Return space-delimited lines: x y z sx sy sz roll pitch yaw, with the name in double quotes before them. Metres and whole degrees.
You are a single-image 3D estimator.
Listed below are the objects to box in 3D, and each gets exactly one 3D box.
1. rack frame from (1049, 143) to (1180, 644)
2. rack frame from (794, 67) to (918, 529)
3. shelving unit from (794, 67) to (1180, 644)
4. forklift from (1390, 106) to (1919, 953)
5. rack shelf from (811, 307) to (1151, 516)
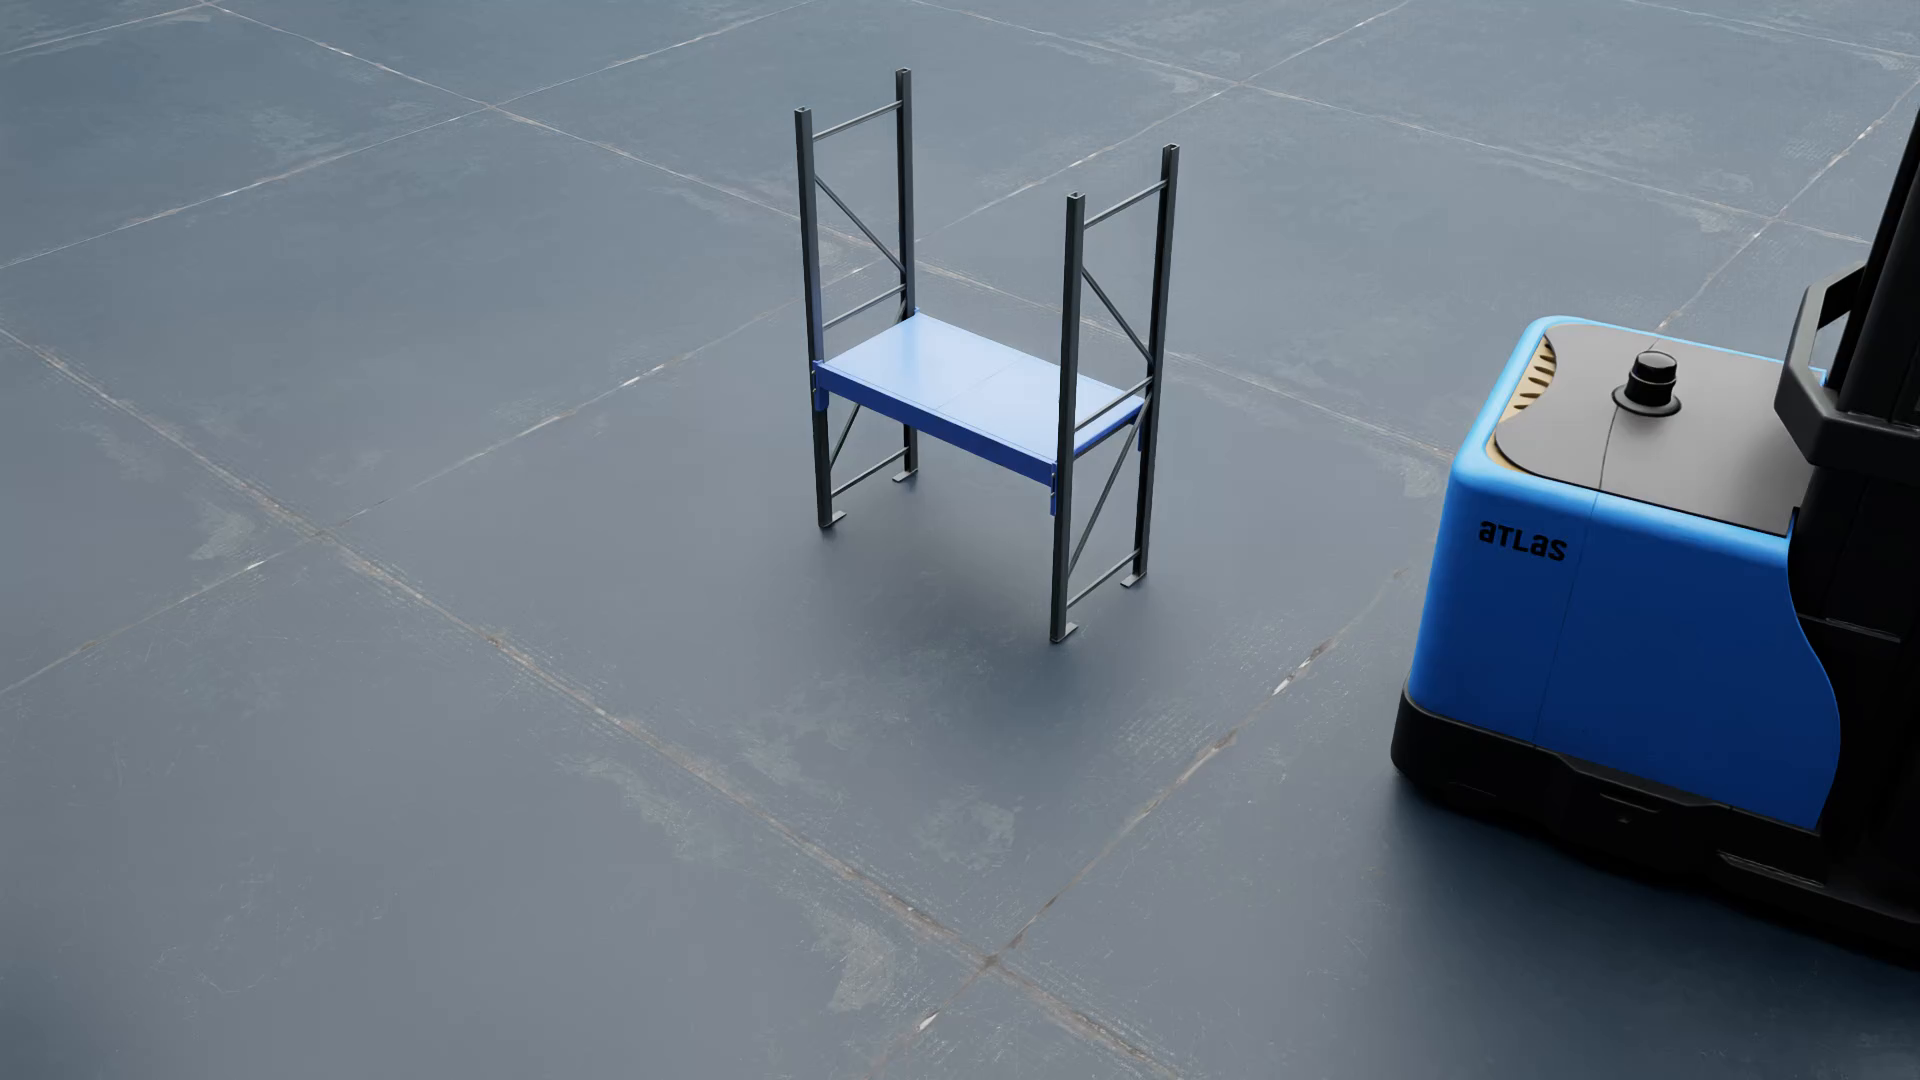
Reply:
"rack frame" 0.456 -0.403 5.012 0.032 1.500 0.500 25 42 32
"rack frame" -0.325 -0.771 5.549 0.032 1.500 0.500 25 42 32
"shelving unit" 0.066 -0.587 5.280 1.048 1.500 0.538 25 42 32
"forklift" 2.769 -0.361 3.687 3.031 2.935 1.130 17 38 23
"rack shelf" 0.066 -0.439 5.382 1.000 0.185 0.538 25 42 32
